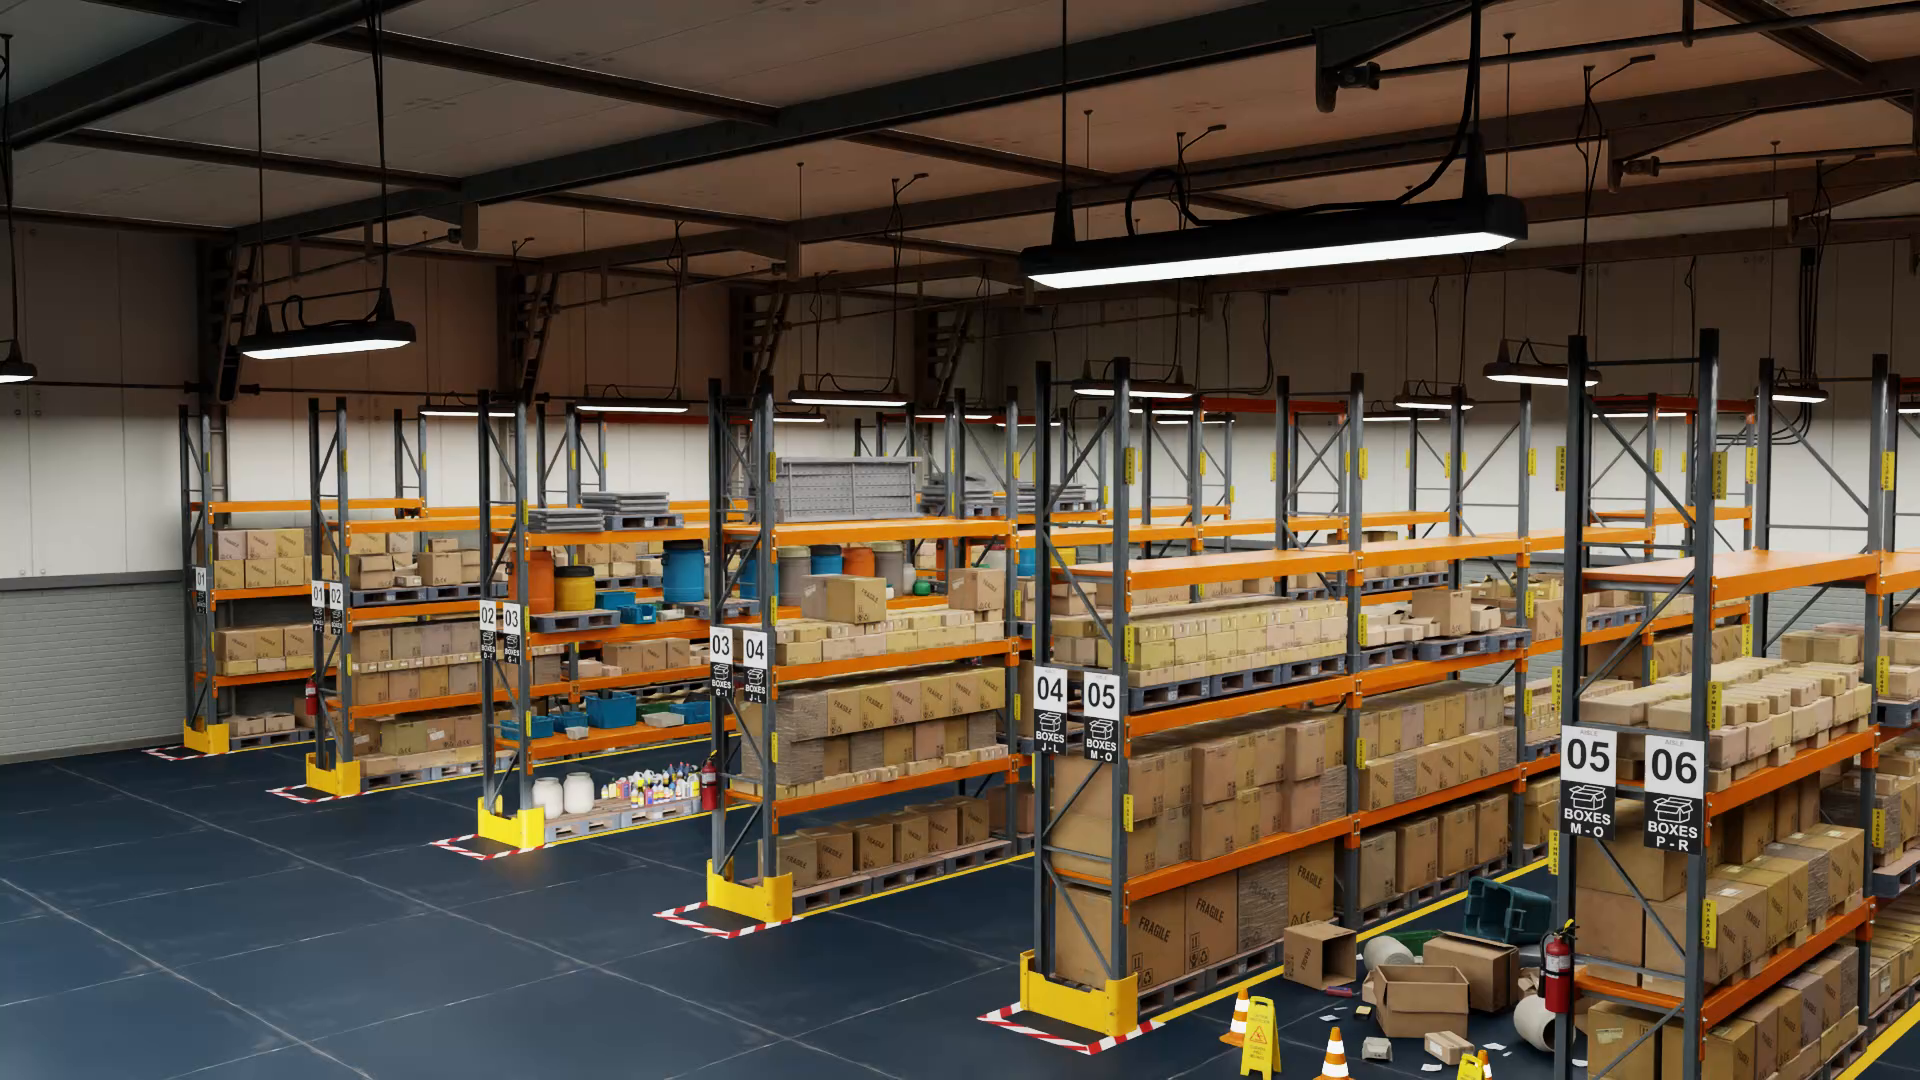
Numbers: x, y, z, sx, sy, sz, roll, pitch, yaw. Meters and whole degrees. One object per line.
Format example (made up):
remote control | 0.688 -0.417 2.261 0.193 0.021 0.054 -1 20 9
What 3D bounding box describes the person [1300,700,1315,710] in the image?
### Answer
person | 5.110 3.095 23.999 0.721 1.648 0.484 -2 4 -34
